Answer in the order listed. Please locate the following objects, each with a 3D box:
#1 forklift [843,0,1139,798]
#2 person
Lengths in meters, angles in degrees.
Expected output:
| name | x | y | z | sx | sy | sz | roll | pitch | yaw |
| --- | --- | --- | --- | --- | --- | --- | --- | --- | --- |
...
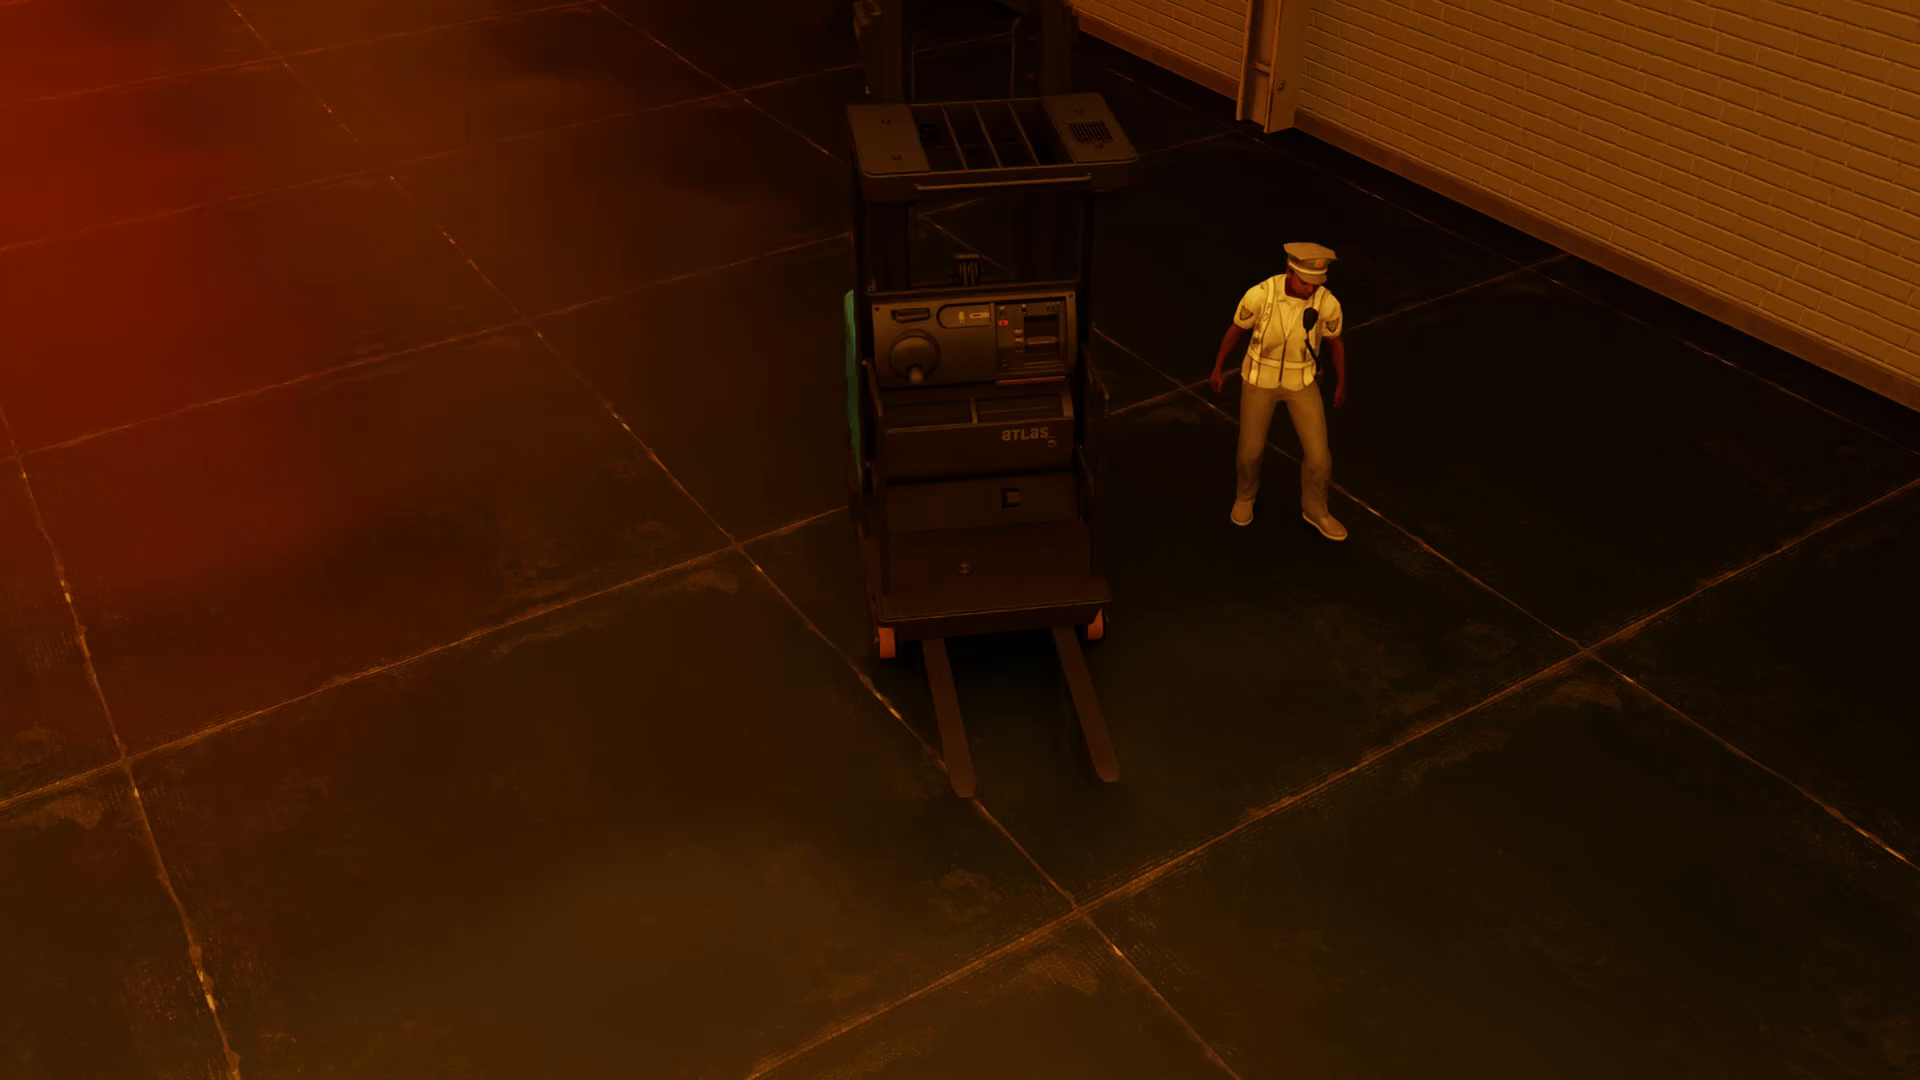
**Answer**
| name | x | y | z | sx | sy | sz | roll | pitch | yaw |
| --- | --- | --- | --- | --- | --- | --- | --- | --- | --- |
| forklift | 0.103 | -0.851 | 7.359 | 1.130 | 2.935 | 3.031 | -5 | 35 | -7 |
| person | 1.656 | -0.768 | 8.390 | 0.791 | 1.631 | 0.411 | 6 | 36 | 8 |
